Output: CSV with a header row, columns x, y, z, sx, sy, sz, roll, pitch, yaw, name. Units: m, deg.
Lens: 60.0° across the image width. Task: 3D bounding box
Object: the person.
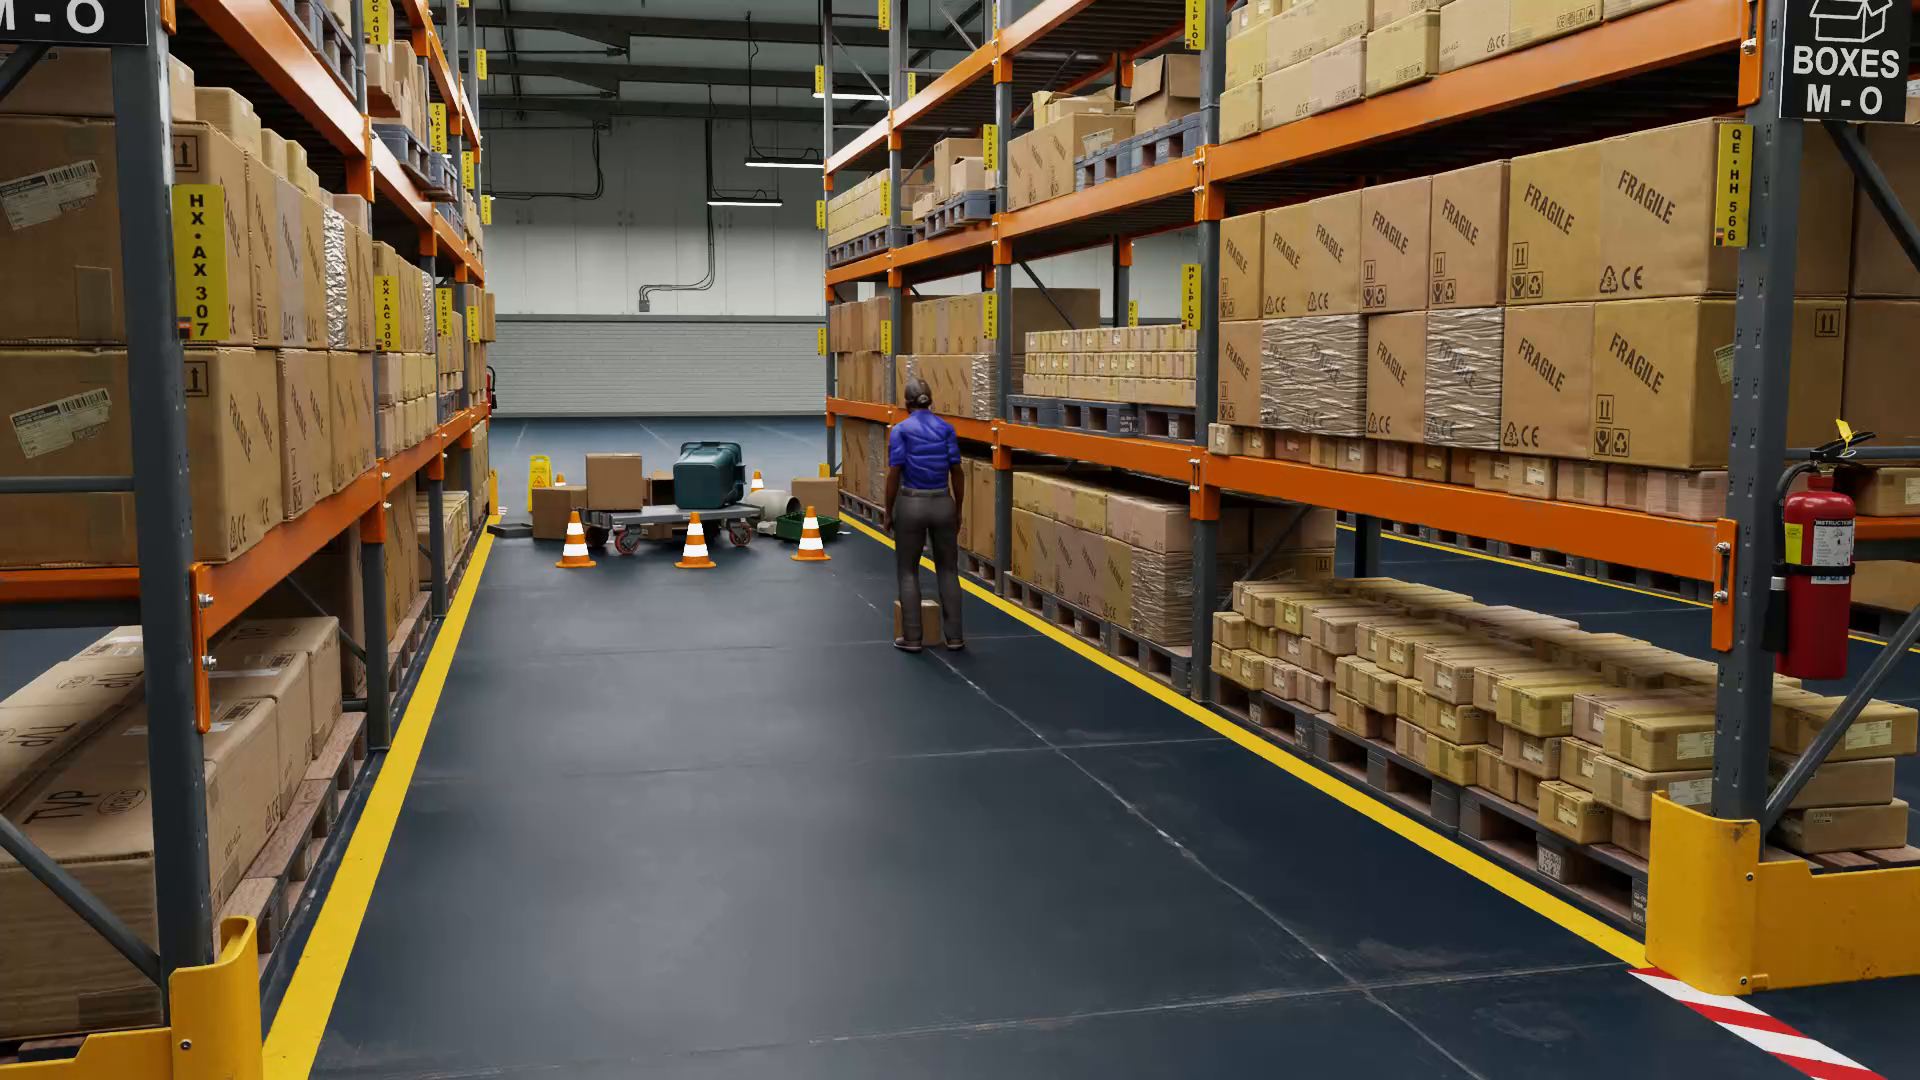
x,y,z,sx,sy,sz,roll,pitch,yaw,name
-0.205,-0.153,10.110,0.531,1.654,0.351,-2,7,-17,person
